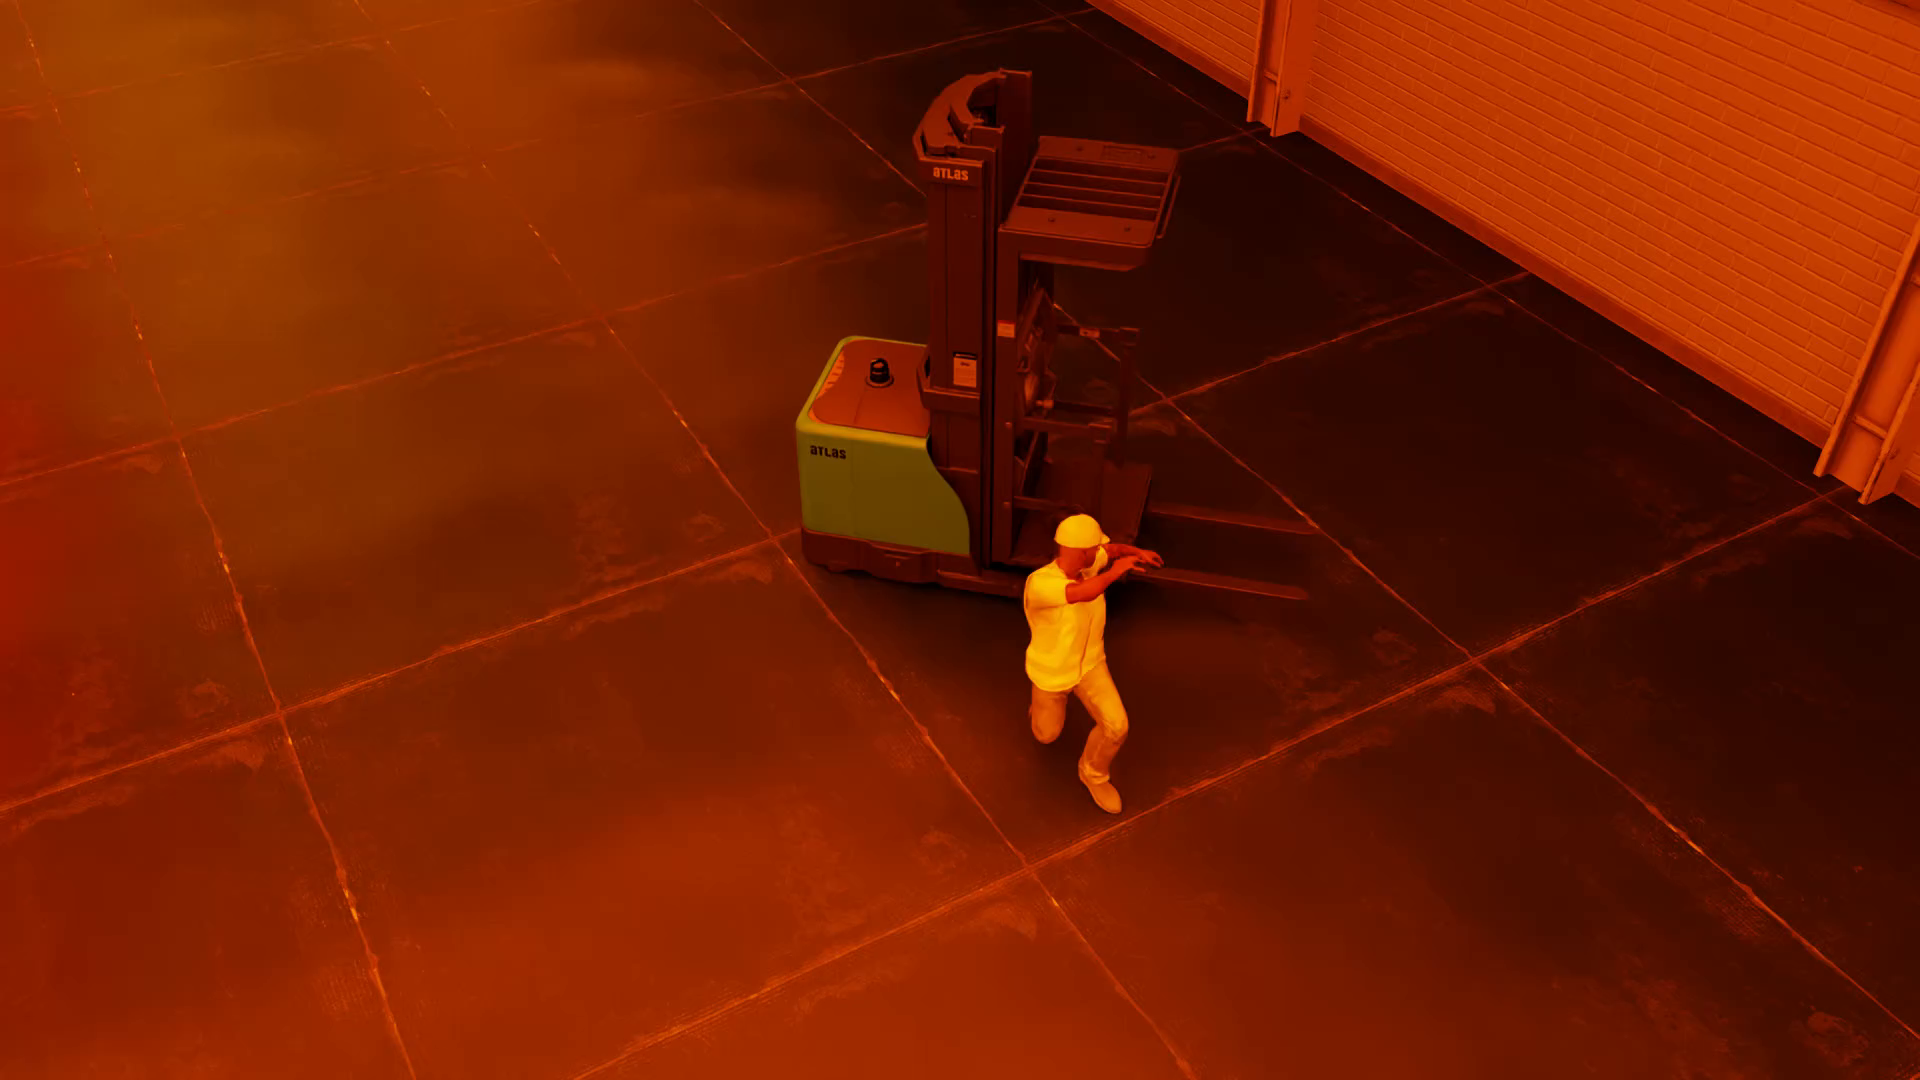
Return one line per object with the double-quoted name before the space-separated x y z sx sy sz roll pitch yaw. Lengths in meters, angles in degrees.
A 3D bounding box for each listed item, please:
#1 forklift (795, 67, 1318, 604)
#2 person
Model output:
"forklift" 0.615 -1.048 9.300 3.031 2.935 1.130 9 40 10
"person" 0.814 0.521 8.559 1.002 1.456 0.962 -18 43 -20
